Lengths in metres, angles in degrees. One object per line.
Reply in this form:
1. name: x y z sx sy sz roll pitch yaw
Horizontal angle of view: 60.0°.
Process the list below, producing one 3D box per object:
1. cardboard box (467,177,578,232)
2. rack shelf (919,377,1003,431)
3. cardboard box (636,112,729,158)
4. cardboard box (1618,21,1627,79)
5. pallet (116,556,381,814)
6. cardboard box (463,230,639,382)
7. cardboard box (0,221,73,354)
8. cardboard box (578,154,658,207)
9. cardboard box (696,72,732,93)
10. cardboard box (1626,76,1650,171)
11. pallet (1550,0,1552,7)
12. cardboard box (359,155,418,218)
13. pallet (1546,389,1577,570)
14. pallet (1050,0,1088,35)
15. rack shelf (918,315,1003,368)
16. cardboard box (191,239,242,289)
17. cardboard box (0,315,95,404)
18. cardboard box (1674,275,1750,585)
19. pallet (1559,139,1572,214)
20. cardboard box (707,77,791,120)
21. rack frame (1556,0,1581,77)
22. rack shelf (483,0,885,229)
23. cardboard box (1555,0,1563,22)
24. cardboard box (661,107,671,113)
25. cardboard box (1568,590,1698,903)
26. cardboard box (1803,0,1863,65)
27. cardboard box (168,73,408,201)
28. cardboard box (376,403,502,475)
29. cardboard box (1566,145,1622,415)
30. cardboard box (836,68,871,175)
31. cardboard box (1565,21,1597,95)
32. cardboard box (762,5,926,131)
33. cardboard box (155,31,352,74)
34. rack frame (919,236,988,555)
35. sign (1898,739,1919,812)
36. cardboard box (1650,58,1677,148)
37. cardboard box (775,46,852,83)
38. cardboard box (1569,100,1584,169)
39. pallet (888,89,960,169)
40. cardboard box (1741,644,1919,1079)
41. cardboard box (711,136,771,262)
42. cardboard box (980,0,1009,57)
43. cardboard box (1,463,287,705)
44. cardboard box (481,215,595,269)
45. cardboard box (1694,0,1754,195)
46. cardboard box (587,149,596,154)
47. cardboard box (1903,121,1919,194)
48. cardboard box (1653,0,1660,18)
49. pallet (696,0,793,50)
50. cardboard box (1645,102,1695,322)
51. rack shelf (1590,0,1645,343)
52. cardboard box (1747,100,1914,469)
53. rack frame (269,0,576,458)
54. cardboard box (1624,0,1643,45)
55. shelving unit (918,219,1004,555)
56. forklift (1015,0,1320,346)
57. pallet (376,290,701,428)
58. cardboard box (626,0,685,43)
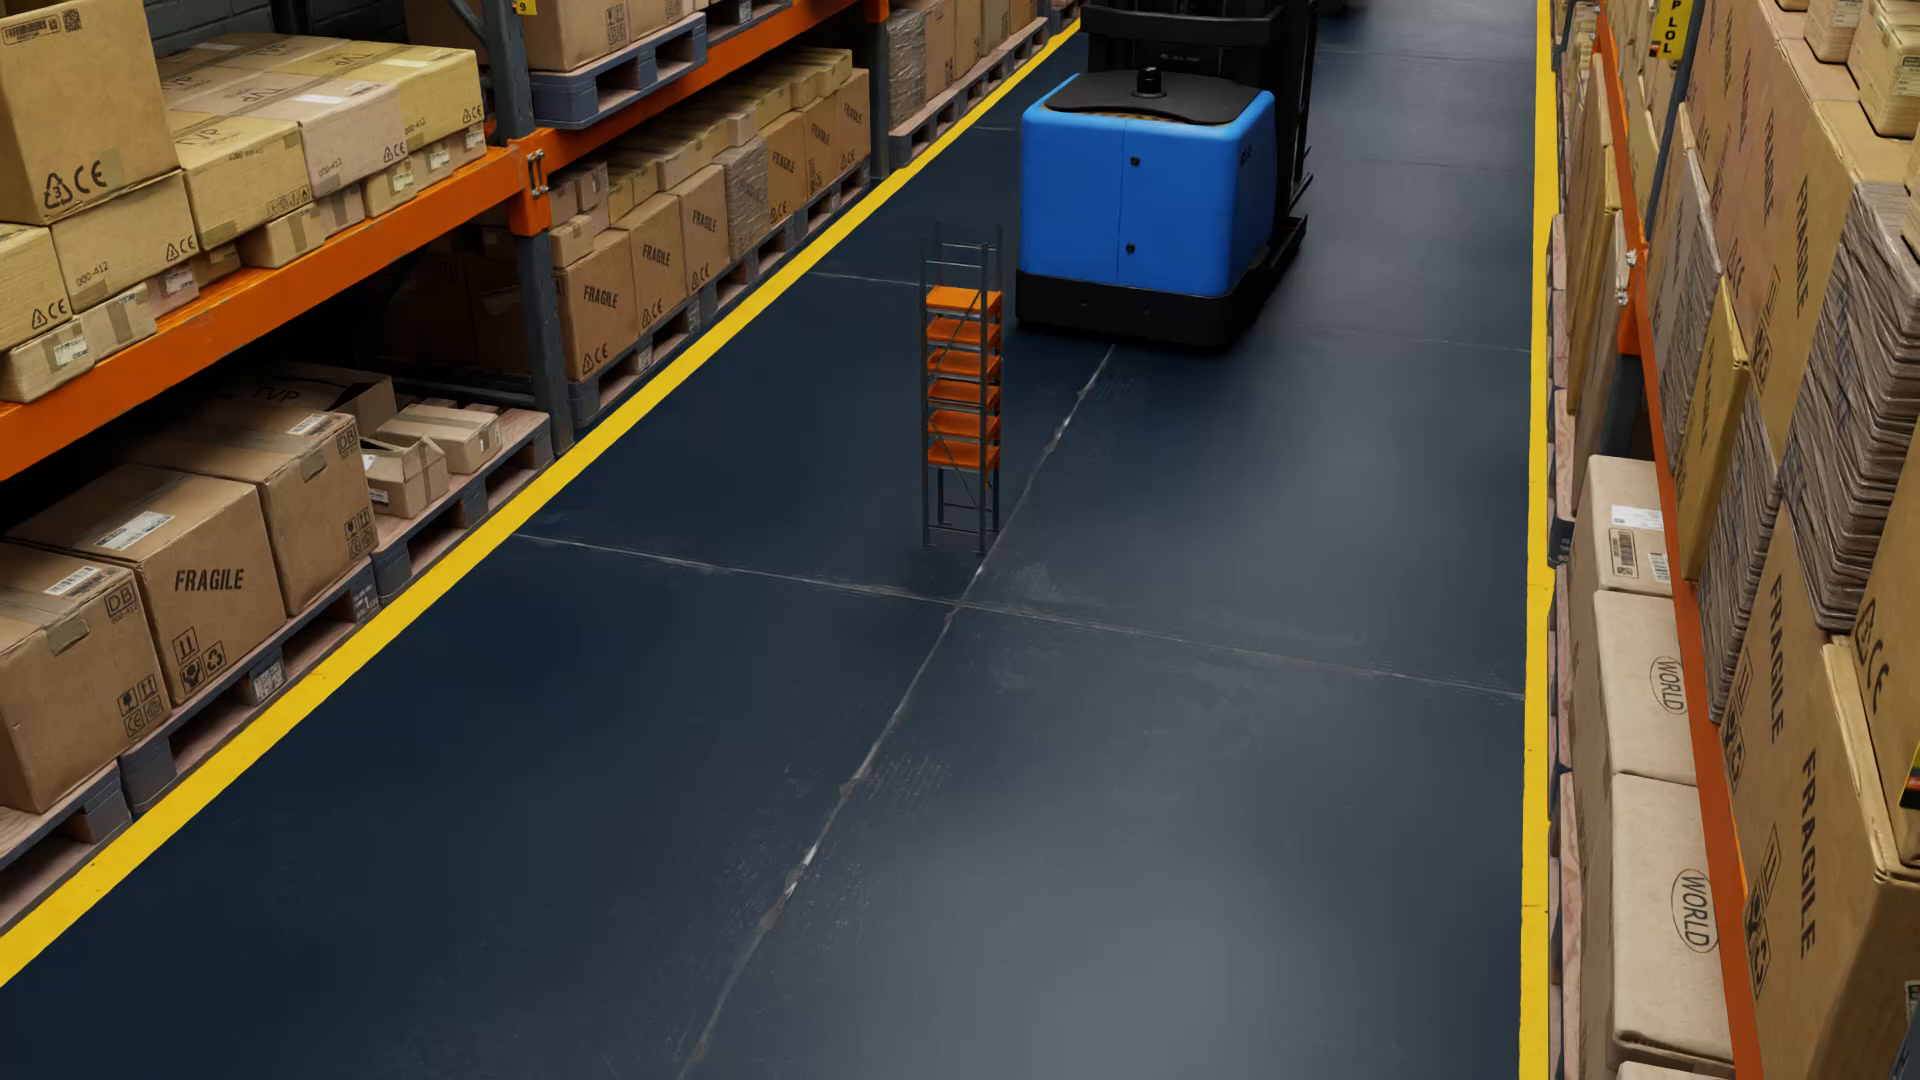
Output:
1. cardboard box: -1.804 -1.392 6.833 0.380 0.149 0.250 8 30 14
2. rack shelf: 0.004 -0.492 5.992 0.258 0.103 0.180 8 30 15
3. cardboard box: -1.372 -1.999 8.230 0.380 0.149 0.250 9 30 15
4. cardboard box: 3.137 -2.161 7.204 0.500 0.250 0.500 9 30 17
5. pallet: -2.665 0.356 5.393 1.003 0.211 1.213 8 30 15
6. cardboard box: -1.749 -1.034 7.163 0.500 0.500 0.500 10 31 17
7. cardboard box: -2.596 -0.599 4.089 0.500 0.250 0.500 8 30 14
8. cardboard box: -1.607 -1.644 7.591 0.380 0.149 0.250 8 30 14
9. cardboard box: -1.483 -2.539 9.201 0.380 0.149 0.250 9 30 16
10. cardboard box: 2.681 -1.459 5.942 0.500 0.250 0.500 8 30 14
11. pallet: 5.868 -4.994 15.010 1.003 0.211 1.213 8 30 15
12. cardboard box: -2.067 -1.208 5.594 0.380 0.149 0.250 9 30 16
13. pallet: 2.795 -0.194 6.382 1.003 0.211 1.213 8 30 15
14. pallet: 0.516 -4.613 14.325 1.003 0.211 1.213 8 30 15
15. rack shelf: 0.004 -0.702 5.875 0.258 0.103 0.180 8 30 15
16. cardboard box: -2.401 -0.863 4.975 0.380 0.149 0.250 9 30 16
17. cardboard box: -2.496 -0.487 4.298 0.380 0.149 0.250 8 30 13
18. cardboard box: 1.797 -0.204 3.428 0.500 0.500 0.500 9 30 16
19. pallet: 4.045 -2.047 9.713 1.003 0.211 1.213 8 30 15
20. cardboard box: -1.126 -2.355 8.869 0.380 0.149 0.250 9 30 16
21. rack frame: 4.988 -4.762 11.724 1.000 3.000 0.127 8 30 15
22. rack shelf: -1.519 -2.365 8.156 1.077 0.370 4.000 8 30 15
23. cardboard box: 5.052 -4.305 13.300 0.500 0.250 0.500 8 30 14
24. cardboard box: -1.711 -2.177 8.551 0.380 0.149 0.250 9 30 15
25. cardboard box: 2.091 0.585 4.316 0.875 0.438 0.875 8 30 13
26. cardboard box: 1.834 -0.993 3.151 0.380 0.149 0.250 9 30 15
27. cardboard box: -2.155 -1.308 5.365 0.500 0.250 0.500 9 30 15
28. cardboard box: -1.989 -0.387 6.361 0.380 0.149 0.250 8 30 13
29. cardboard box: 3.003 -1.019 6.750 0.875 0.875 0.875 9 30 16
30. cardboard box: -0.851 -2.473 9.750 0.500 0.500 0.500 9 30 16
31. cardboard box: 4.629 -3.218 11.220 0.950 0.372 0.625 10 31 18
32. cardboard box: -0.736 -3.043 10.645 0.875 0.625 0.625 9 30 16
33. cardboard box: -2.510 -1.623 5.930 0.500 0.250 0.500 8 30 14
34. rack frame: -0.023 -0.489 5.894 0.240 1.200 0.006 8 30 15
35. sign: 0.951 0.122 1.511 0.100 0.325 0.005 8 30 15
36. cardboard box: 2.537 -1.436 5.386 0.500 0.250 0.500 8 30 15
37. cardboard box: -0.835 -2.718 9.523 0.380 0.149 0.250 7 30 12
38. cardboard box: 3.990 -2.199 9.388 0.950 0.372 0.625 6 30 11
39. pallet: -0.653 -2.768 11.008 1.003 0.211 1.213 8 30 15
40. cardboard box: 1.355 0.510 2.146 0.500 0.500 0.500 9 30 15
41. cardboard box: -1.293 -1.754 8.458 0.500 0.500 0.500 7 30 13
42. cardboard box: -0.135 -4.010 12.384 0.875 0.625 0.625 8 30 14
43. cardboard box: -2.471 0.124 5.082 0.500 0.500 0.500 9 30 16
44. cardboard box: -1.746 -1.254 6.890 0.380 0.149 0.250 10 31 17
45. cardboard box: 2.115 -1.104 4.017 0.500 0.500 0.500 8 30 14
46. cardboard box: -1.956 -1.817 7.903 0.380 0.149 0.250 9 30 16
47. cardboard box: 1.540 -0.509 2.281 0.380 0.149 0.250 9 30 16
48. cardboard box: 2.676 -2.009 5.645 0.500 0.500 0.500 9 30 16
49. pallet: -1.498 -2.621 8.073 1.003 0.211 1.213 8 30 15
50. cardboard box: 2.252 -0.907 4.692 0.500 0.500 0.500 9 30 17
51. rack shelf: 3.227 -1.659 6.886 1.077 0.370 4.000 8 30 15
52. cardboard box: 1.654 -0.400 2.752 0.500 0.500 0.500 8 30 15
53. rack frame: -2.106 -1.750 6.311 1.000 3.000 0.127 8 30 15
54. cardboard box: 2.957 -2.152 6.672 0.500 0.250 0.500 9 30 16
55. shelving unit: 0.004 -0.531 5.970 0.258 1.200 0.189 8 30 15
56. forklift: 1.273 -2.879 8.410 1.130 2.935 3.031 11 31 18
57. pallet: -1.903 -0.915 7.678 1.003 0.211 1.213 8 30 15
58. cardboard box: -1.598 -2.411 6.964 0.700 0.500 0.500 9 30 15
